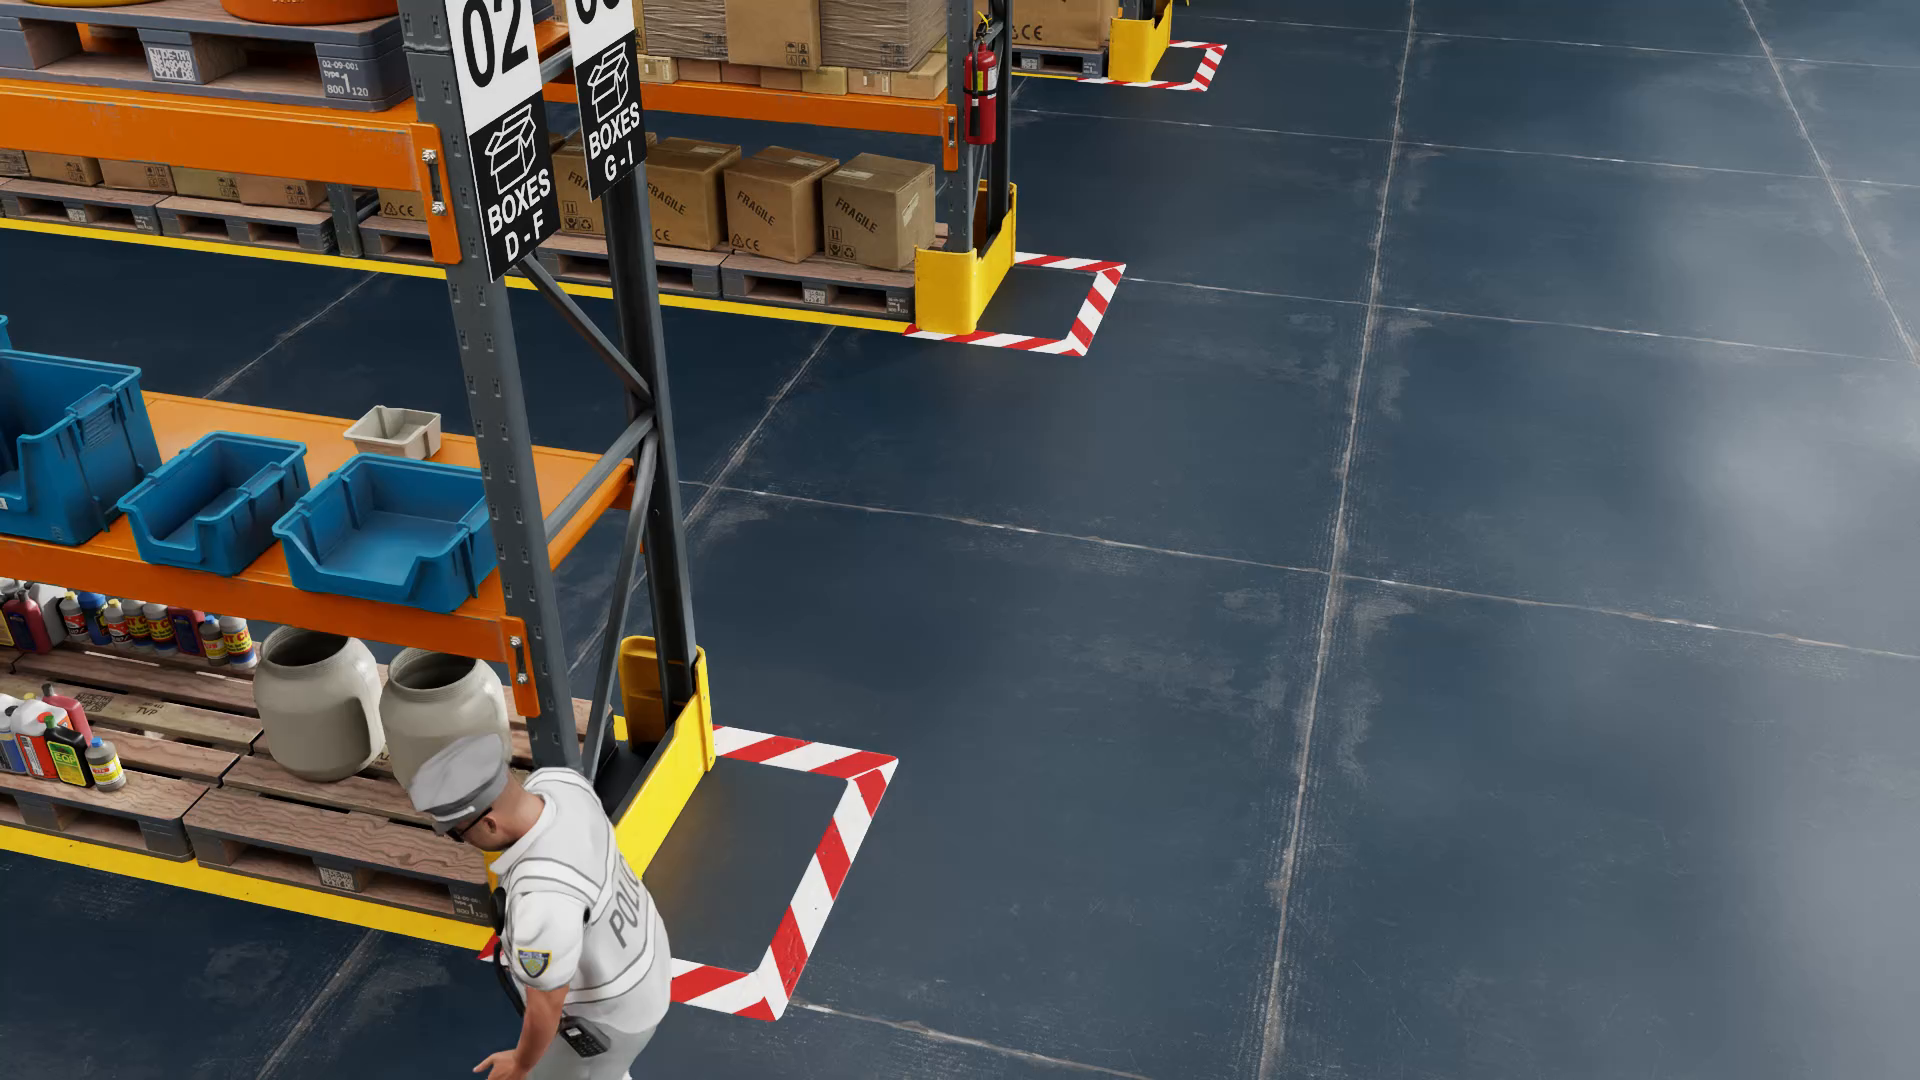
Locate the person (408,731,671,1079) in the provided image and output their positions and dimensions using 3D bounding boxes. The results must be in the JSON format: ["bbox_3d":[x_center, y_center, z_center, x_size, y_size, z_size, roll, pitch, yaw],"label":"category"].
[{"bbox_3d":[-1.026,1.196,4.344,0.539,1.678,0.564,-4,33,-6],"label":"person"}]
